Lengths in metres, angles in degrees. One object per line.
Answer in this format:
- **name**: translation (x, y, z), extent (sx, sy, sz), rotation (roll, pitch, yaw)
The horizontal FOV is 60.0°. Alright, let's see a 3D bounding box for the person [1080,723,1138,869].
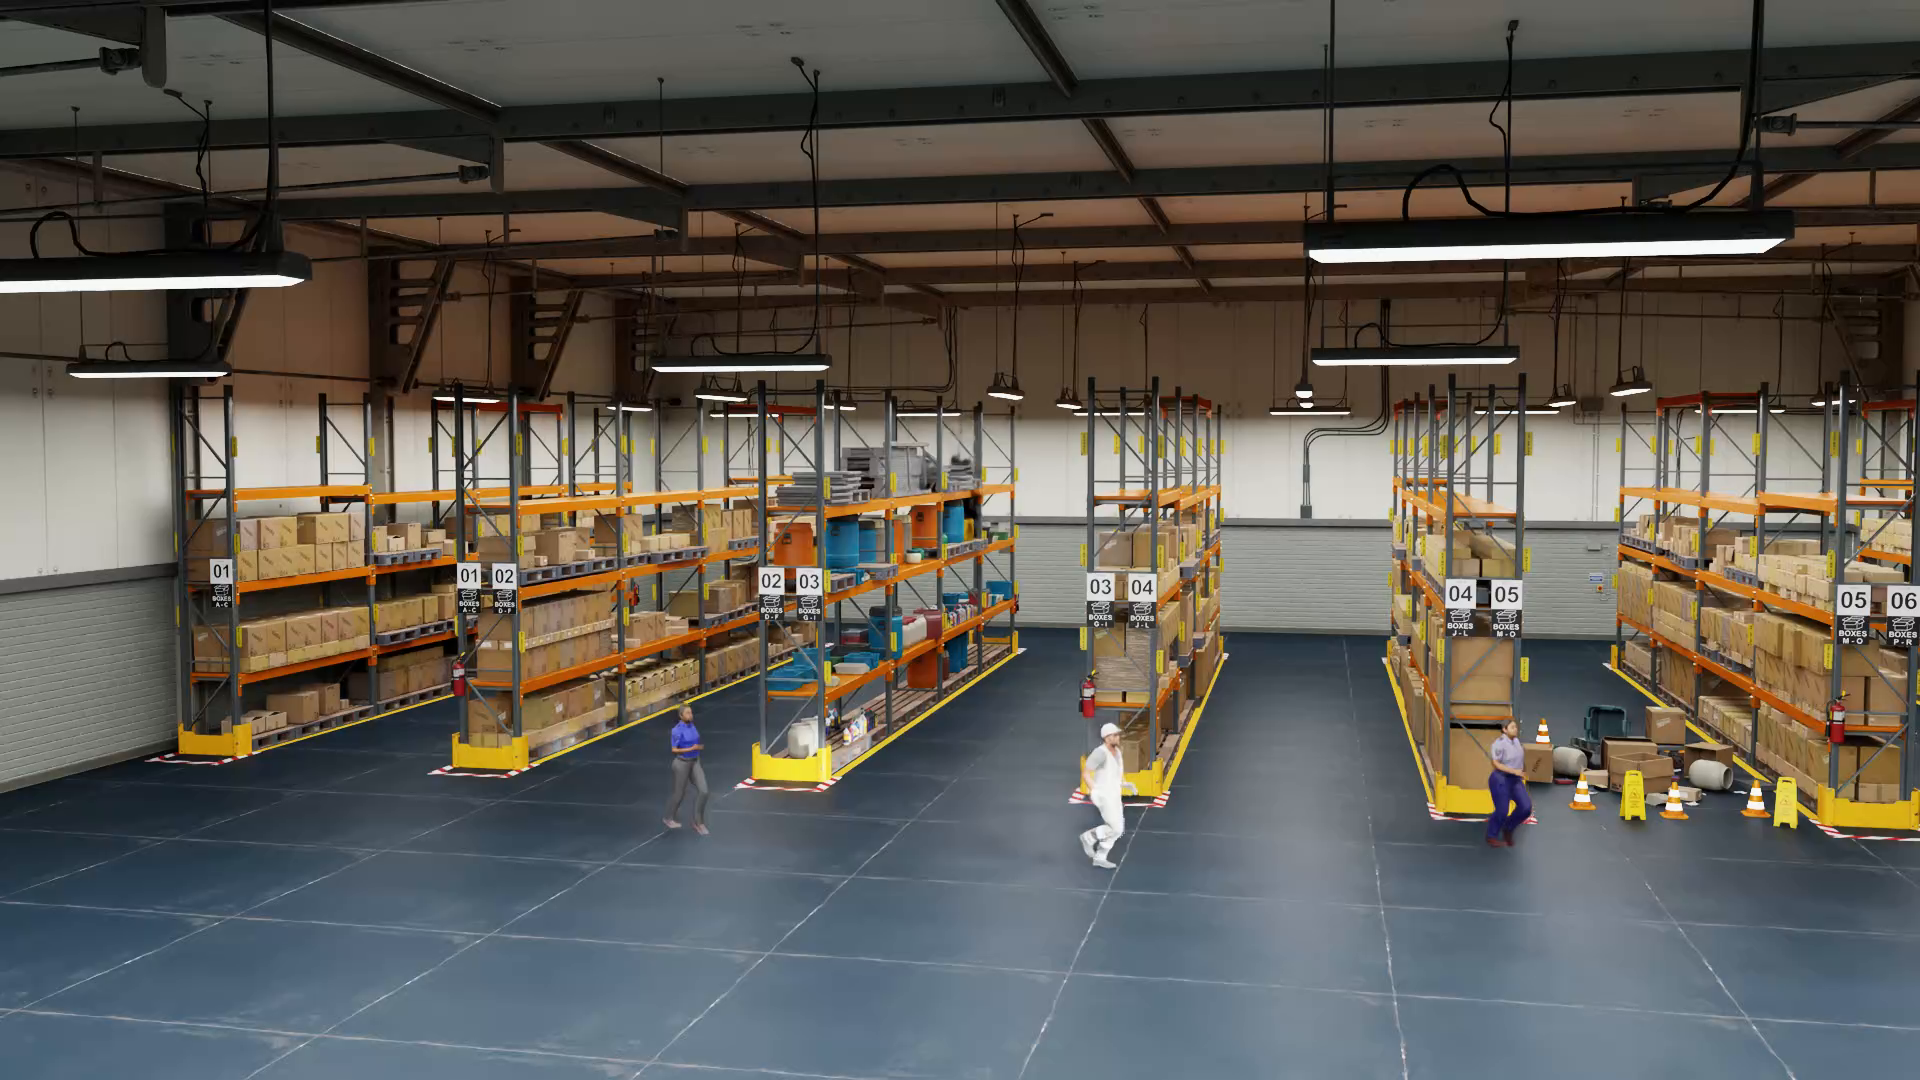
- **person**: translation (1.755, 3.035, 19.719), extent (0.634, 1.733, 0.659), rotation (2, 4, 36)

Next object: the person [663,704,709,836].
- **person**: translation (-3.540, 2.976, 21.491), extent (0.735, 1.713, 0.562), rotation (2, 4, 36)

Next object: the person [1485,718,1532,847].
- **person**: translation (6.866, 3.041, 20.719), extent (0.632, 1.624, 0.621), rotation (-2, 4, -32)
